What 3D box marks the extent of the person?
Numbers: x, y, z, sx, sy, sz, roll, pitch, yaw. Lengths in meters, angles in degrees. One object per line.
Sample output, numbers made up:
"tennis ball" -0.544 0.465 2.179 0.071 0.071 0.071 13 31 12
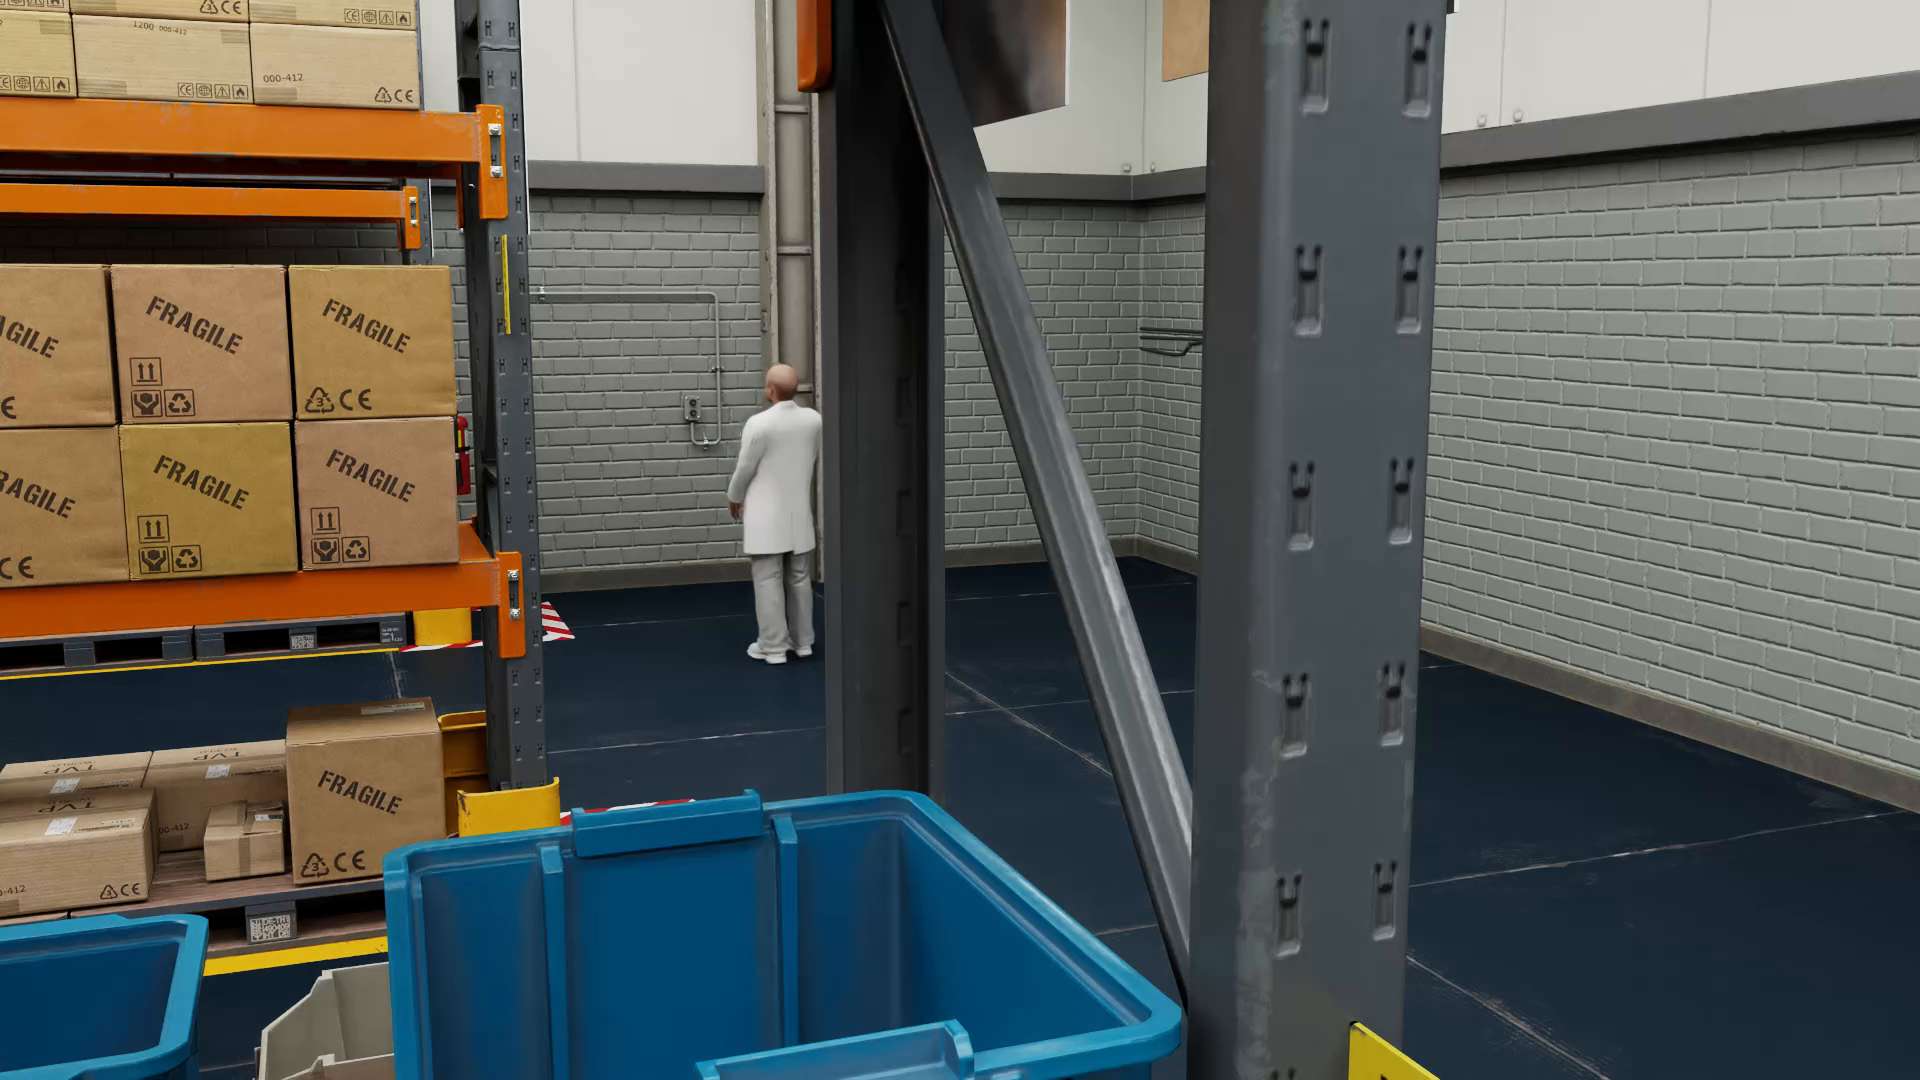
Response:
"person" -1.110 -0.163 9.936 0.600 1.780 0.510 -7 11 -40
